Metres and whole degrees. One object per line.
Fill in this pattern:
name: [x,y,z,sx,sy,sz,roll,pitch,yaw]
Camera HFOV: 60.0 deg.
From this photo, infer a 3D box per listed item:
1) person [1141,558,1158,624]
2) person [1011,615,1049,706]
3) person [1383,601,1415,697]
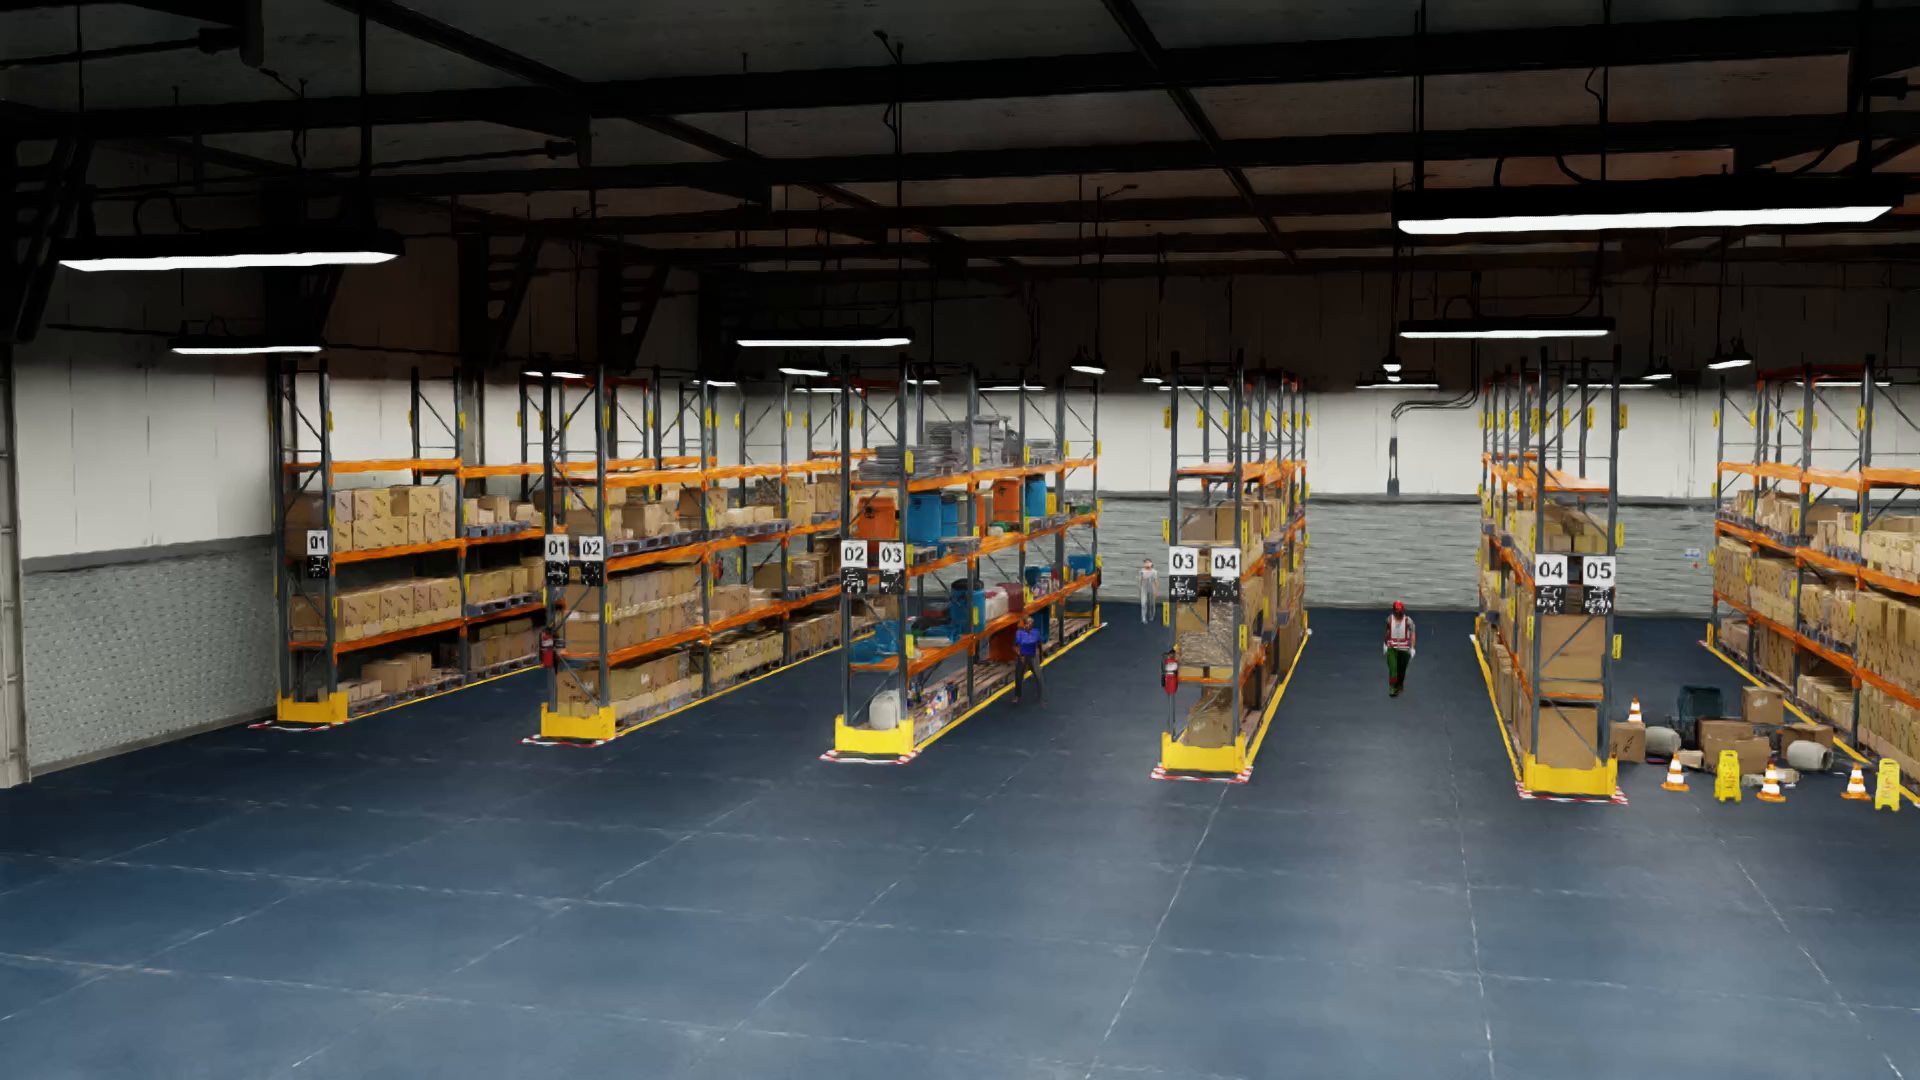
person: [4.674,1.255,41.055,0.453,1.582,1.019,1,4,14]
person: [1.214,2.106,29.234,0.623,1.577,0.813,0,4,-5]
person: [7.986,1.961,30.241,0.567,1.736,1.044,1,4,14]
